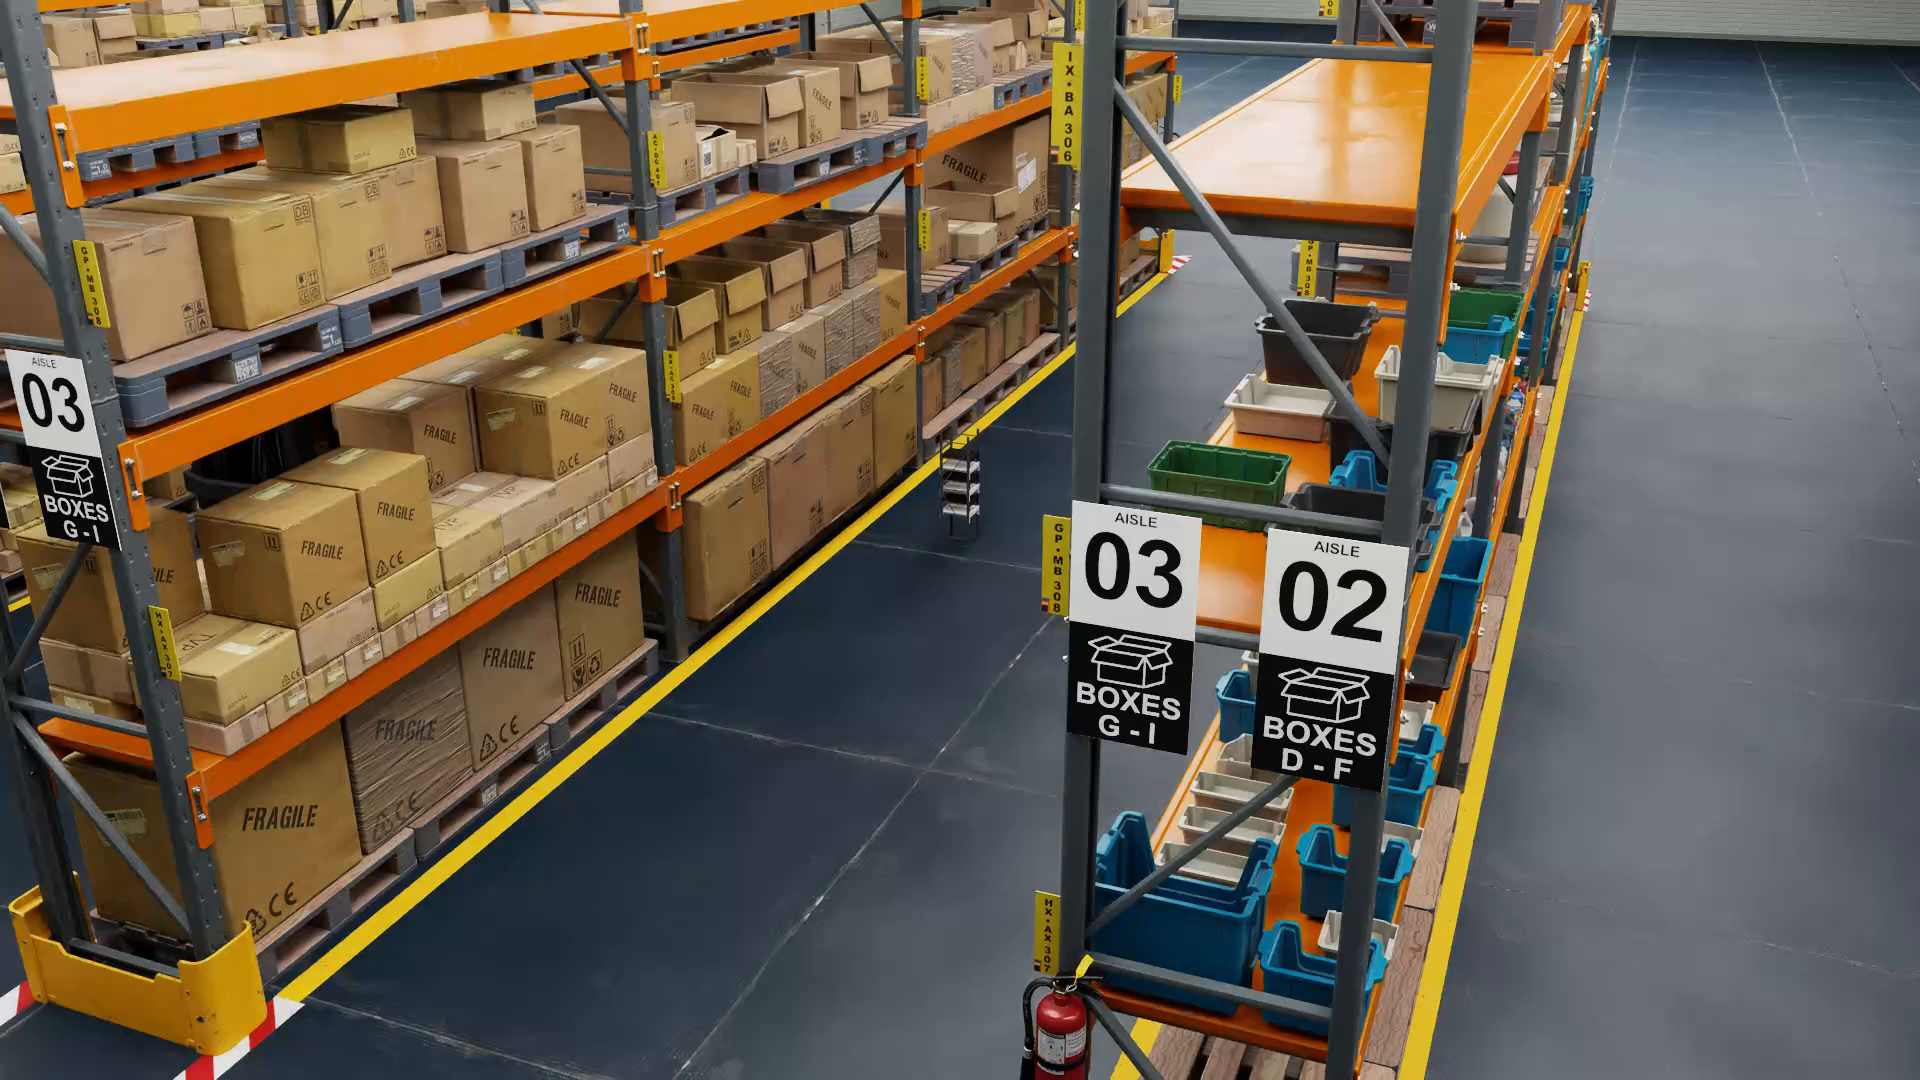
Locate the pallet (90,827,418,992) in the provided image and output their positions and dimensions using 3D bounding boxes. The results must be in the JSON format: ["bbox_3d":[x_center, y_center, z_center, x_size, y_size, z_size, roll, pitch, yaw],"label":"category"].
[{"bbox_3d":[-3.556,1.770,8.461,1.003,0.211,1.213,9,24,20],"label":"pallet"}]

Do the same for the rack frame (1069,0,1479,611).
[{"bbox_3d":[0.819,-1.278,4.358,1.000,3.000,0.127,9,24,20],"label":"rack frame"}]

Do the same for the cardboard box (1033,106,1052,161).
[{"bbox_3d":[1.081,-4.283,17.521,0.500,0.500,0.500,9,24,20],"label":"cardboard box"}]

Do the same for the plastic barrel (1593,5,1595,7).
[{"bbox_3d":[5.745,-4.954,15.855,0.600,0.901,0.708,9,24,20],"label":"plastic barrel"}]

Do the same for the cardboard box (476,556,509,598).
[{"bbox_3d":[-2.676,0.172,8.995,0.380,0.149,0.250,9,24,21],"label":"cardboard box"}]

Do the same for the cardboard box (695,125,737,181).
[{"bbox_3d":[-1.803,-2.567,10.906,0.500,0.311,0.500,8,24,18],"label":"cardboard box"}]

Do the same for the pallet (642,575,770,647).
[{"bbox_3d":[-2.077,0.349,11.863,1.003,0.211,1.213,9,24,20],"label":"pallet"}]

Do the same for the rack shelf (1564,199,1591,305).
[{"bbox_3d":[6.019,-3.188,17.647,1.077,0.370,4.000,9,24,20],"label":"rack shelf"}]

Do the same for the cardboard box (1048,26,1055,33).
[{"bbox_3d":[0.806,-5.457,17.931,0.380,0.149,0.250,8,24,18],"label":"cardboard box"}]

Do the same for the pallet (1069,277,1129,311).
[{"bbox_3d":[1.346,-2.910,19.666,1.003,0.211,1.213,9,24,20],"label":"pallet"}]

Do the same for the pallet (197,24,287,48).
[{"bbox_3d":[-8.852,-6.024,19.855,1.213,0.211,1.003,9,24,20],"label":"pallet"}]

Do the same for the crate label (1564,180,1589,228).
[{"bbox_3d":[6.329,-3.555,17.545,0.502,0.435,0.616,9,24,20],"label":"crate label"}]

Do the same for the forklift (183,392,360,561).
[{"bbox_3d":[-4.173,-0.695,10.835,1.130,2.935,3.031,7,24,17],"label":"forklift"}]

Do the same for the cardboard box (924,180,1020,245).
[{"bbox_3d":[0.119,-3.121,15.875,0.797,0.503,0.637,11,25,25],"label":"cardboard box"}]

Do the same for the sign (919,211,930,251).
[{"bbox_3d":[-0.292,-2.538,13.655,0.100,0.325,0.005,9,24,20],"label":"sign"}]

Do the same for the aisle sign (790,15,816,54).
[{"bbox_3d":[-2.099,-6.873,22.163,0.394,0.787,0.004,9,24,20],"label":"aisle sign"}]

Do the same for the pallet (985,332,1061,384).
[{"bbox_3d":[0.390,-1.948,17.362,1.003,0.211,1.213,9,24,20],"label":"pallet"}]

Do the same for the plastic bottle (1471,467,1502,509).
[{"bbox_3d":[3.174,-0.327,10.024,0.152,0.276,0.135,9,24,20],"label":"plastic bottle"}]

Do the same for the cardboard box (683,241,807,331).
[{"bbox_3d":[-1.583,-1.858,12.098,0.797,0.503,0.637,10,25,22],"label":"cardboard box"}]

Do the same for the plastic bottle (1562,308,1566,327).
[{"bbox_3d":[6.368,-2.376,17.732,0.152,0.276,0.135,9,24,20],"label":"plastic bottle"}]

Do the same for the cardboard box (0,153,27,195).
[{"bbox_3d":[-6.793,-2.498,11.363,0.500,0.250,0.500,9,24,21],"label":"cardboard box"}]

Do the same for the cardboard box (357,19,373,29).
[{"bbox_3d":[-7.802,-6.645,21.424,0.380,0.149,0.250,8,24,18],"label":"cardboard box"}]

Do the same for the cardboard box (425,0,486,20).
[{"bbox_3d":[-4.990,-5.161,16.740,0.500,0.500,0.500,9,24,20],"label":"cardboard box"}]

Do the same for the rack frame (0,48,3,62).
[{"bbox_3d":[-10.009,-6.269,16.306,1.000,3.000,0.127,9,24,20],"label":"rack frame"}]

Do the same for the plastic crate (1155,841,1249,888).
[{"bbox_3d":[0.954,1.266,6.314,0.396,0.136,0.243,9,24,20],"label":"plastic crate"}]

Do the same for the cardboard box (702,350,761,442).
[{"bbox_3d":[-1.705,-1.006,11.359,0.500,0.500,0.500,9,24,20],"label":"cardboard box"}]

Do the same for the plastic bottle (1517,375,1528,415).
[{"bbox_3d":[3.950,-1.031,11.700,0.061,0.283,0.133,9,24,20],"label":"plastic bottle"}]

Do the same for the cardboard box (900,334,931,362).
[{"bbox_3d":[-0.587,-1.722,14.902,0.500,0.250,0.500,10,25,22],"label":"cardboard box"}]

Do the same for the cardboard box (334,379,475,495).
[{"bbox_3d":[-3.088,-0.568,9.276,0.500,0.500,0.500,8,24,18],"label":"cardboard box"}]

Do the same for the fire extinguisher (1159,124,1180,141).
[{"bbox_3d":[2.634,-4.884,20.874,0.296,0.674,0.183,9,24,20],"label":"fire extinguisher"}]

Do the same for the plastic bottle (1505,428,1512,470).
[{"bbox_3d":[3.493,-0.590,10.646,0.061,0.283,0.133,9,24,20],"label":"plastic bottle"}]

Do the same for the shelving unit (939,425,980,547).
[{"bbox_3d":[-0.003,-0.412,12.792,0.258,0.900,0.210,9,24,20],"label":"shelving unit"}]

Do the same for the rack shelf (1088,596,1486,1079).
[{"bbox_3d":[1.562,1.106,7.366,1.077,0.370,4.000,9,24,20],"label":"rack shelf"}]

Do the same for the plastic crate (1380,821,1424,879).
[{"bbox_3d":[1.664,1.197,6.480,0.250,0.136,0.298,9,24,20],"label":"plastic crate"}]

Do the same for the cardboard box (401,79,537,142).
[{"bbox_3d":[-2.649,-2.331,8.993,0.500,0.250,0.500,7,24,17],"label":"cardboard box"}]

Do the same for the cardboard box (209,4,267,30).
[{"bbox_3d":[-8.606,-6.211,19.709,0.500,0.250,0.500,8,24,19],"label":"cardboard box"}]

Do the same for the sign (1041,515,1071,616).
[{"bbox_3d":[0.302,0.081,5.131,0.100,0.325,0.005,9,24,20],"label":"sign"}]

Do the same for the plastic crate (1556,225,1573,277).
[{"bbox_3d":[5.380,-2.617,15.263,0.402,0.464,0.583,9,24,20],"label":"plastic crate"}]

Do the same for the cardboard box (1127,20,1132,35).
[{"bbox_3d":[1.715,-5.744,18.617,0.380,0.149,0.250,7,24,17],"label":"cardboard box"}]

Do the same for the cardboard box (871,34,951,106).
[{"bbox_3d":[-0.395,-3.874,13.686,0.500,0.500,0.500,9,24,21],"label":"cardboard box"}]

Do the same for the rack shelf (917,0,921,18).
[{"bbox_3d":[-0.065,-5.050,14.838,1.077,0.370,4.000,9,24,20],"label":"rack shelf"}]

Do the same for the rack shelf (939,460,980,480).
[{"bbox_3d":[-0.003,-0.548,12.736,0.258,0.077,0.200,9,24,20],"label":"rack shelf"}]

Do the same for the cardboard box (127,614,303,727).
[{"bbox_3d":[-3.351,0.580,7.502,0.500,0.250,0.500,8,24,19],"label":"cardboard box"}]

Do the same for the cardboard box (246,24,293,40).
[{"bbox_3d":[-5.974,-4.322,14.413,0.396,0.266,0.258,9,24,20],"label":"cardboard box"}]

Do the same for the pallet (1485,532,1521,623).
[{"bbox_3d":[3.536,0.202,12.216,1.003,0.211,1.213,9,24,20],"label":"pallet"}]

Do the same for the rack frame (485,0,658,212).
[{"bbox_3d":[-2.294,-3.419,9.482,1.000,3.000,0.127,9,24,20],"label":"rack frame"}]

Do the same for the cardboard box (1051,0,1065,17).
[{"bbox_3d":[1.361,-6.251,18.989,0.500,0.500,0.500,9,24,20],"label":"cardboard box"}]

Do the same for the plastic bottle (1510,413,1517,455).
[{"bbox_3d":[3.612,-0.704,10.918,0.061,0.283,0.133,9,24,20],"label":"plastic bottle"}]

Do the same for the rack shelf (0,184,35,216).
[{"bbox_3d":[-7.605,-1.733,10.272,1.077,0.370,4.000,9,24,20],"label":"rack shelf"}]

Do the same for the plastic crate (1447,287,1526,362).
[{"bbox_3d":[2.428,-1.033,7.937,0.450,0.188,0.662,9,24,20],"label":"plastic crate"}]

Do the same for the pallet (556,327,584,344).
[{"bbox_3d":[-4.558,-2.248,18.081,1.003,0.211,1.213,9,24,20],"label":"pallet"}]

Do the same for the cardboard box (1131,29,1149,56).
[{"bbox_3d":[1.839,-5.690,19.005,0.500,0.250,0.500,9,24,21],"label":"cardboard box"}]

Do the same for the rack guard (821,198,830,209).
[{"bbox_3d":[-2.395,-4.546,23.208,1.175,0.500,0.348,9,24,20],"label":"rack guard"}]

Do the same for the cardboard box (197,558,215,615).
[{"bbox_3d":[-3.657,0.320,8.124,0.500,0.250,0.500,8,24,19],"label":"cardboard box"}]

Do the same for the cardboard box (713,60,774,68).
[{"bbox_3d":[-2.697,-5.921,21.661,0.875,0.550,0.550,9,24,20],"label":"cardboard box"}]

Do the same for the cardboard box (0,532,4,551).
[{"bbox_3d":[-7.040,0.018,11.805,0.380,0.149,0.250,9,24,21],"label":"cardboard box"}]

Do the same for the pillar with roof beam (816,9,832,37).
[{"bbox_3d":[0.169,-17.693,43.656,9.100,9.000,0.400,9,24,20],"label":"pillar with roof beam"}]

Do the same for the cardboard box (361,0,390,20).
[{"bbox_3d":[-7.725,-6.866,21.435,0.500,0.250,0.500,9,24,21],"label":"cardboard box"}]

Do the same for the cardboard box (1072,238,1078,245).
[{"bbox_3d":[1.475,-3.324,19.737,0.500,0.500,0.500,11,25,25],"label":"cardboard box"}]
